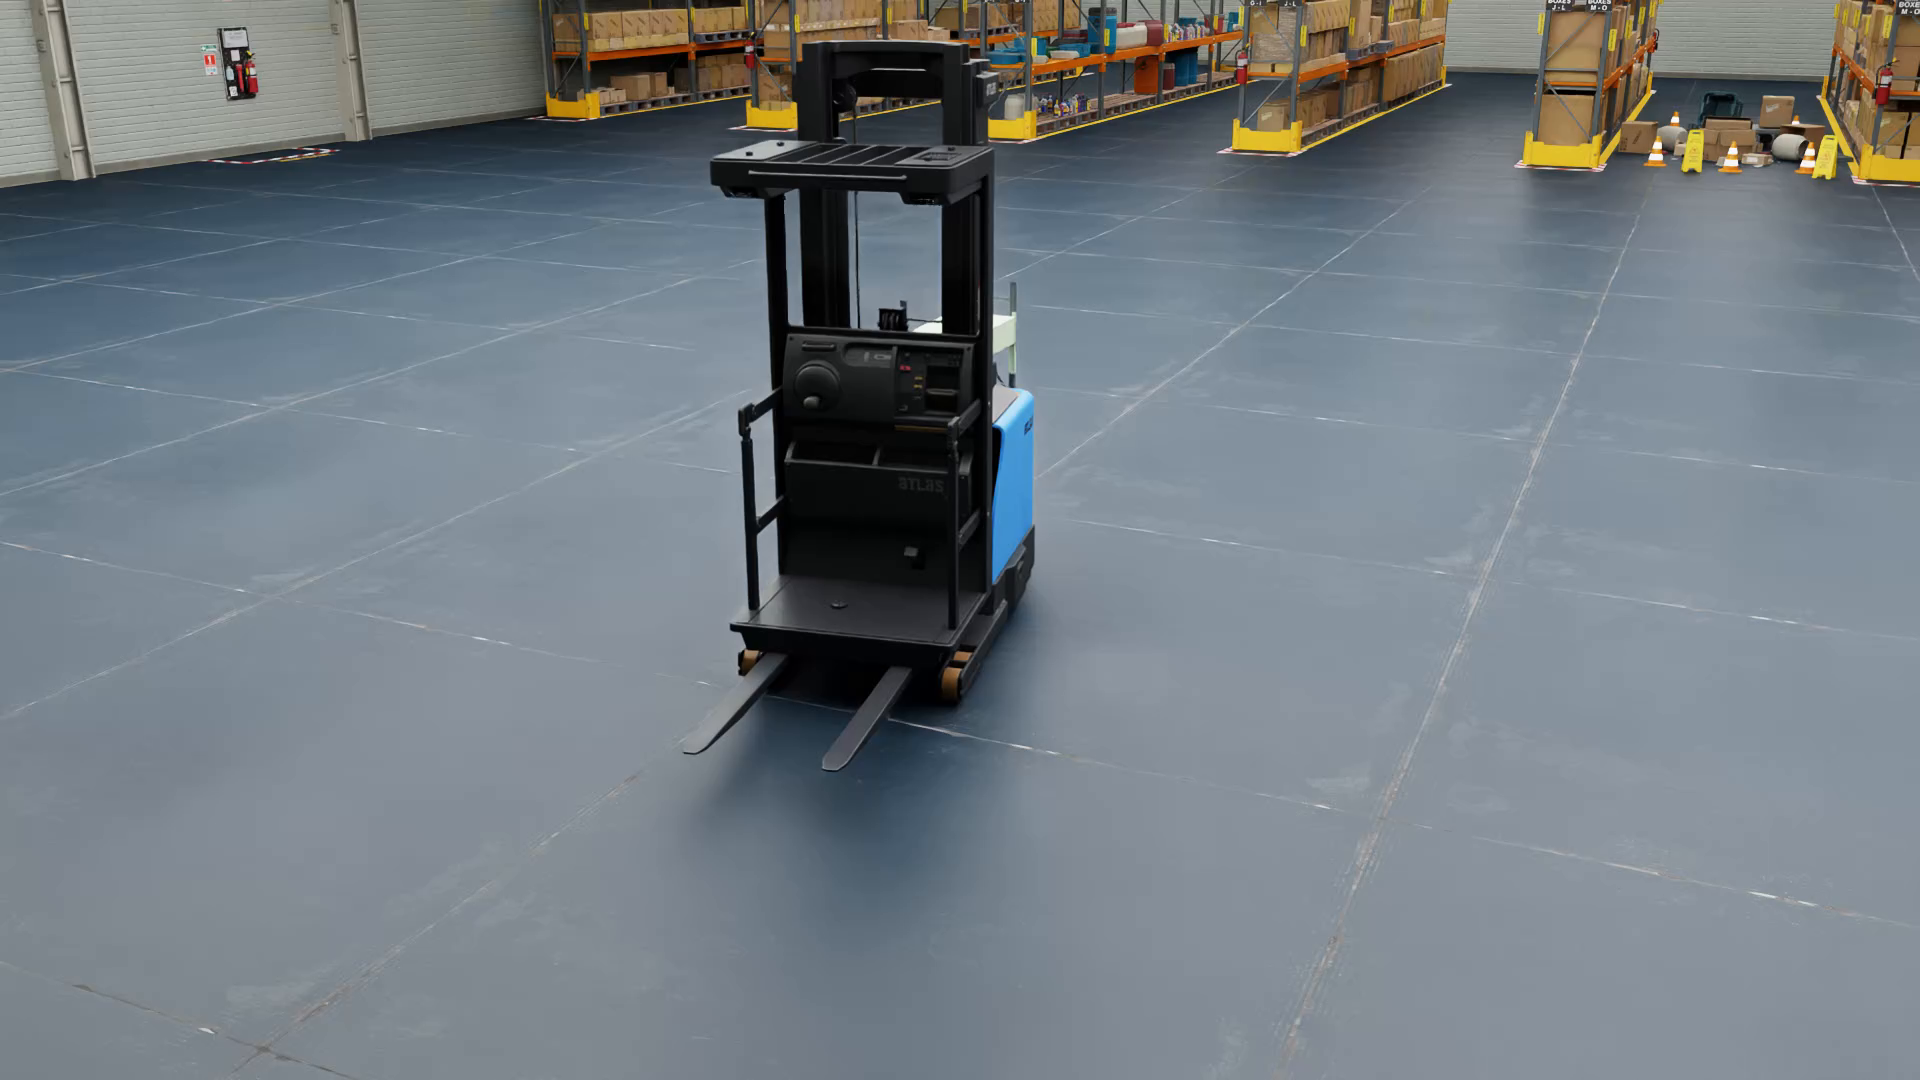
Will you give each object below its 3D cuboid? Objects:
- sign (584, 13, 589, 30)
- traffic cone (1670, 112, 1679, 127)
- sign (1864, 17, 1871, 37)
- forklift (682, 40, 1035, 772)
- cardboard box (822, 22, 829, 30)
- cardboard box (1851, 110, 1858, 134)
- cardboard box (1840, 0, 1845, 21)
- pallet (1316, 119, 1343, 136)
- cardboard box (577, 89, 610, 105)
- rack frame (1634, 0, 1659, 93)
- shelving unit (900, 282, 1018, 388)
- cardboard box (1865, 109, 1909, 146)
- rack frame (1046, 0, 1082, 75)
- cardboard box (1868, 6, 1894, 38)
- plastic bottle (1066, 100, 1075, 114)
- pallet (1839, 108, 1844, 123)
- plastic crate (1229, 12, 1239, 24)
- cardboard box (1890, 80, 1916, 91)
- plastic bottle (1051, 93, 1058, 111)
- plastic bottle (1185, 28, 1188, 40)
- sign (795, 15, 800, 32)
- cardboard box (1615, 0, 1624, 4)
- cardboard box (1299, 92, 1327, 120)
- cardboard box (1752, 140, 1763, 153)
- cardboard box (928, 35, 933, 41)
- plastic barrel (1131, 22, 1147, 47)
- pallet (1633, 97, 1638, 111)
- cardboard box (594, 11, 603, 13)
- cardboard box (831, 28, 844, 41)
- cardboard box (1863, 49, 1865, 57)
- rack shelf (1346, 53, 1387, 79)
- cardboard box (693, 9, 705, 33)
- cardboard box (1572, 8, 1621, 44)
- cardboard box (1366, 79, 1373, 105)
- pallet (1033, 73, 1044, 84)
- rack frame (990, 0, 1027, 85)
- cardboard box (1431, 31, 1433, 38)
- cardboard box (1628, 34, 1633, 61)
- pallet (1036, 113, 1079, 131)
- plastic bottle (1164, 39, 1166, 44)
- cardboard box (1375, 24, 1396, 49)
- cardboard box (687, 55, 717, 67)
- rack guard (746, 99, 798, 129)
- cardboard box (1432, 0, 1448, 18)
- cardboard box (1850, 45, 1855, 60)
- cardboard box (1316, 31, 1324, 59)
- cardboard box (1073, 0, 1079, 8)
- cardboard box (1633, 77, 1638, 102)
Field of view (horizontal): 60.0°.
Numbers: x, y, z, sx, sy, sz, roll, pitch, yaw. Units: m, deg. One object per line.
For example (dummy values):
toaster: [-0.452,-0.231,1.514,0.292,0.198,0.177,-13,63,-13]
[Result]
sign: [-7.688,-10.659,34.172,0.100,0.325,0.005,9,21,23]
traffic cone: [13.422,-7.805,31.226,0.336,0.463,0.334,9,21,23]
sign: [15.545,-8.770,28.425,0.100,0.325,0.005,9,21,23]
forklift: [-0.444,-0.760,7.732,1.130,2.935,3.031,5,20,14]
cardboard box: [-2.884,-10.406,33.635,0.380,0.149,0.250,8,21,21]
cardboard box: [16.557,-7.490,29.849,0.950,0.372,0.625,10,22,26]
cardboard box: [20.101,-11.911,37.343,0.500,0.500,0.500,8,21,22]
pallet: [6.769,-7.985,32.108,1.003,0.211,1.213,9,21,23]
cardboard box: [-7.818,-9.465,35.463,0.500,0.311,0.500,6,20,17]
rack frame: [16.409,-12.466,40.546,1.000,3.000,0.127,9,21,23]
shelving unit: [0.001,-0.716,9.743,0.431,1.500,0.755,8,21,22]
cardboard box: [14.505,-6.463,26.024,0.500,0.500,0.500,9,21,23]
rack frame: [2.889,-14.538,46.372,1.000,3.000,0.127,9,21,23]
cardboard box: [15.215,-8.400,27.027,0.700,0.500,0.500,8,21,22]
plastic bottle: [2.211,-8.670,33.279,0.152,0.276,0.135,9,21,24]
pallet: [18.583,-8.661,34.007,1.003,0.211,1.213,9,21,23]
plastic crate: [7.440,-13.774,44.081,0.616,0.435,0.499,9,21,23]
cardboard box: [14.373,-6.952,25.416,0.380,0.149,0.250,9,22,25]
plastic bottle: [1.915,-8.939,33.923,0.144,0.351,0.185,9,21,23]
plastic bottle: [5.343,-11.960,39.296,0.061,0.283,0.133,9,21,23]
sign: [-3.158,-10.014,32.241,0.100,0.325,0.005,9,21,23]
cardboard box: [14.717,-12.083,37.382,0.500,0.500,0.500,8,21,21]
cardboard box: [6.811,-8.413,32.251,0.500,0.500,0.500,8,21,21]
cardboard box: [13.761,-6.907,28.994,0.258,0.266,0.396,-5,20,-15]
cardboard box: [-0.857,-11.577,38.419,0.380,0.149,0.250,10,22,27]
plastic barrel: [3.905,-11.121,36.595,0.421,0.512,0.421,0,20,0]
pallet: [14.454,-9.691,36.905,1.003,0.211,1.213,9,21,23]
cardboard box: [-7.761,-11.102,35.785,0.500,0.500,0.500,8,21,21]
cardboard box: [-2.828,-10.309,34.330,0.700,0.500,0.500,9,22,24]
cardboard box: [16.310,-8.665,29.604,0.380,0.149,0.250,9,21,23]
rack shelf: [7.831,-9.782,34.071,1.077,0.370,4.000,9,21,23]
cardboard box: [-6.306,-11.954,38.299,0.700,0.500,0.500,9,21,23]
cardboard box: [10.539,-8.596,27.828,0.875,0.550,0.550,9,21,23]
cardboard box: [8.394,-9.554,35.431,0.700,0.500,0.500,7,21,20]
pallet: [1.534,-12.211,43.990,1.003,0.211,1.213,9,21,23]
rack frame: [1.252,-13.315,42.933,1.000,3.000,0.127,9,21,23]
cardboard box: [11.349,-12.358,40.617,0.380,0.149,0.250,8,21,21]
cardboard box: [12.578,-9.431,31.862,0.500,0.500,0.500,9,21,24]
pallet: [1.682,-8.301,32.996,1.003,0.211,1.213,9,21,23]
plastic bottle: [4.603,-11.441,37.849,0.152,0.276,0.135,9,21,23]
cardboard box: [9.097,-10.891,35.966,0.500,0.500,0.500,9,22,24]
cardboard box: [-6.082,-11.294,39.203,0.500,0.250,0.500,8,21,22]
rack guard: [-3.672,-8.462,33.017,1.175,0.500,0.348,9,21,23]
cardboard box: [11.966,-13.416,41.876,0.500,0.500,0.500,9,21,23]
cardboard box: [17.661,-9.492,32.406,0.500,0.250,0.500,8,21,21]
cardboard box: [6.179,-9.106,30.503,0.875,0.500,0.500,9,21,23]
cardboard box: [2.958,-14.883,45.699,0.500,0.500,0.500,8,21,22]
cardboard box: [14.488,-9.846,36.282,0.500,0.500,0.500,8,21,21]
